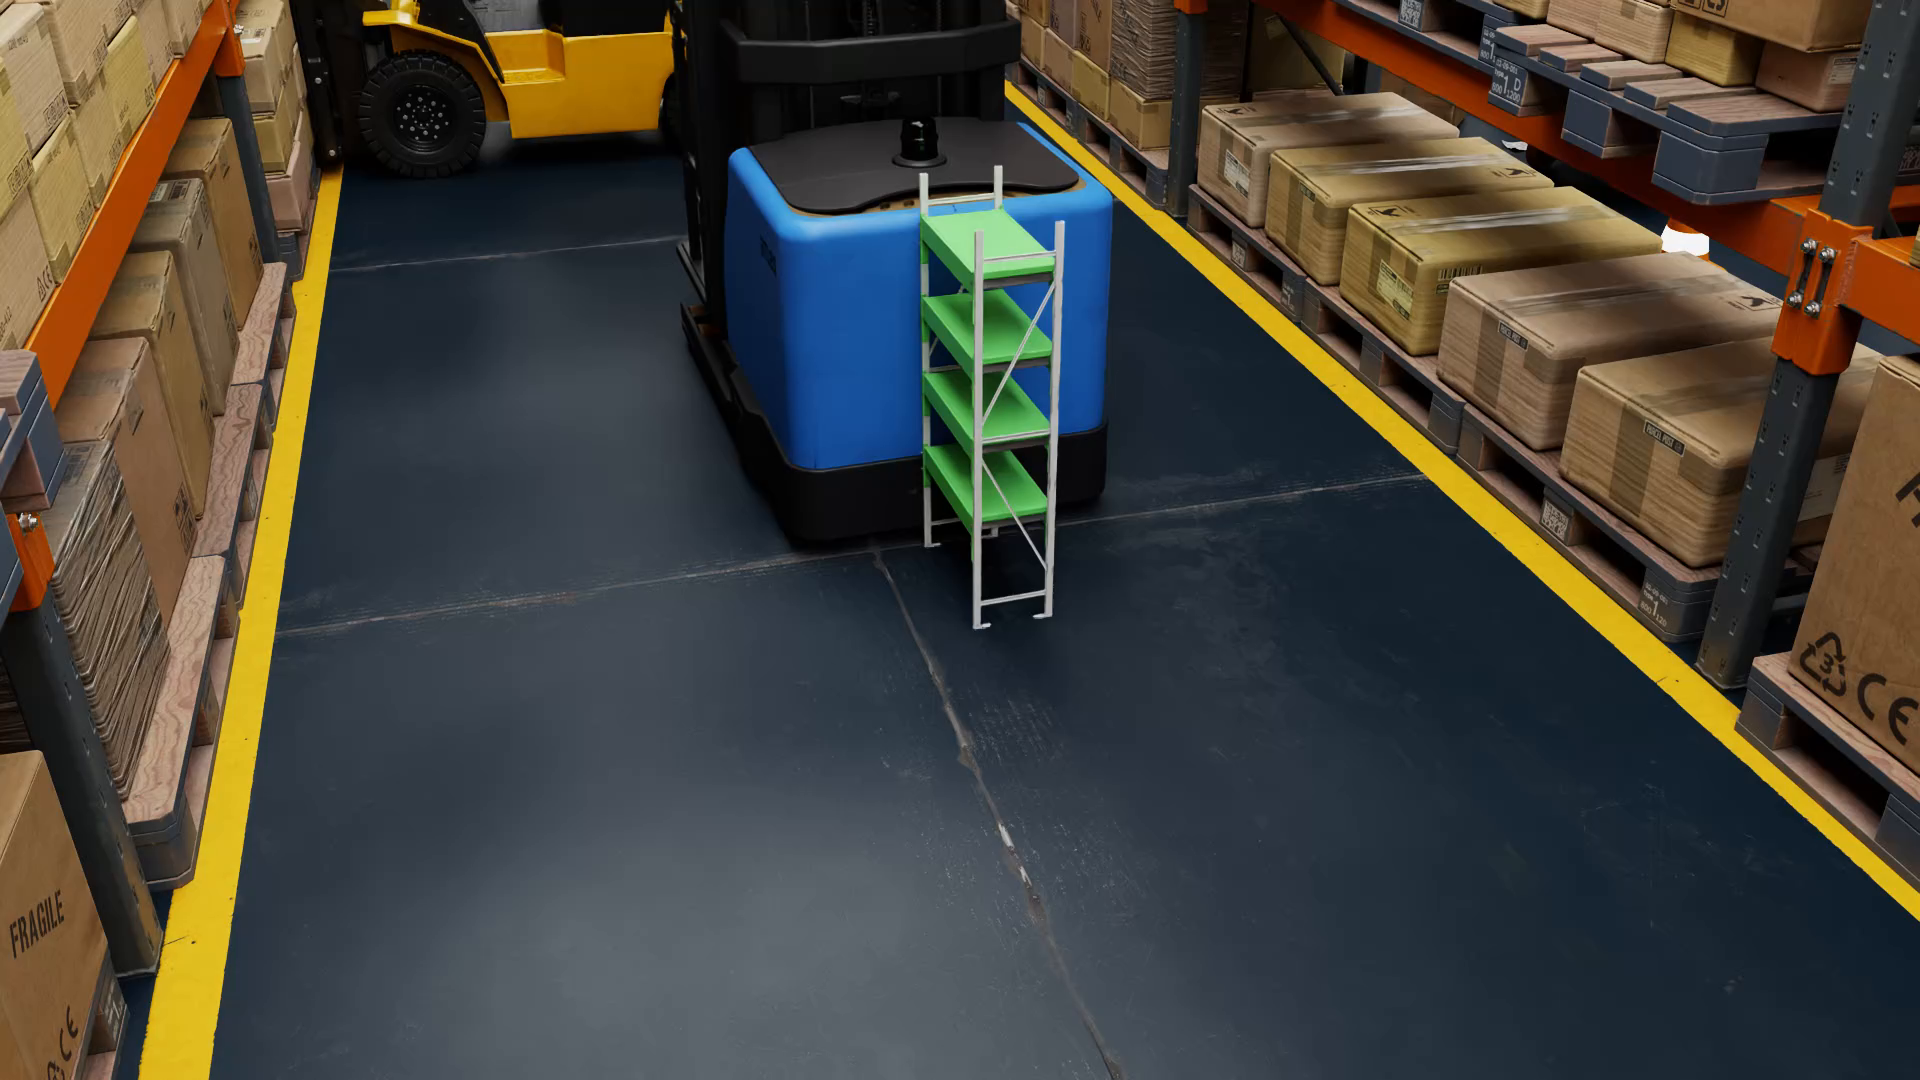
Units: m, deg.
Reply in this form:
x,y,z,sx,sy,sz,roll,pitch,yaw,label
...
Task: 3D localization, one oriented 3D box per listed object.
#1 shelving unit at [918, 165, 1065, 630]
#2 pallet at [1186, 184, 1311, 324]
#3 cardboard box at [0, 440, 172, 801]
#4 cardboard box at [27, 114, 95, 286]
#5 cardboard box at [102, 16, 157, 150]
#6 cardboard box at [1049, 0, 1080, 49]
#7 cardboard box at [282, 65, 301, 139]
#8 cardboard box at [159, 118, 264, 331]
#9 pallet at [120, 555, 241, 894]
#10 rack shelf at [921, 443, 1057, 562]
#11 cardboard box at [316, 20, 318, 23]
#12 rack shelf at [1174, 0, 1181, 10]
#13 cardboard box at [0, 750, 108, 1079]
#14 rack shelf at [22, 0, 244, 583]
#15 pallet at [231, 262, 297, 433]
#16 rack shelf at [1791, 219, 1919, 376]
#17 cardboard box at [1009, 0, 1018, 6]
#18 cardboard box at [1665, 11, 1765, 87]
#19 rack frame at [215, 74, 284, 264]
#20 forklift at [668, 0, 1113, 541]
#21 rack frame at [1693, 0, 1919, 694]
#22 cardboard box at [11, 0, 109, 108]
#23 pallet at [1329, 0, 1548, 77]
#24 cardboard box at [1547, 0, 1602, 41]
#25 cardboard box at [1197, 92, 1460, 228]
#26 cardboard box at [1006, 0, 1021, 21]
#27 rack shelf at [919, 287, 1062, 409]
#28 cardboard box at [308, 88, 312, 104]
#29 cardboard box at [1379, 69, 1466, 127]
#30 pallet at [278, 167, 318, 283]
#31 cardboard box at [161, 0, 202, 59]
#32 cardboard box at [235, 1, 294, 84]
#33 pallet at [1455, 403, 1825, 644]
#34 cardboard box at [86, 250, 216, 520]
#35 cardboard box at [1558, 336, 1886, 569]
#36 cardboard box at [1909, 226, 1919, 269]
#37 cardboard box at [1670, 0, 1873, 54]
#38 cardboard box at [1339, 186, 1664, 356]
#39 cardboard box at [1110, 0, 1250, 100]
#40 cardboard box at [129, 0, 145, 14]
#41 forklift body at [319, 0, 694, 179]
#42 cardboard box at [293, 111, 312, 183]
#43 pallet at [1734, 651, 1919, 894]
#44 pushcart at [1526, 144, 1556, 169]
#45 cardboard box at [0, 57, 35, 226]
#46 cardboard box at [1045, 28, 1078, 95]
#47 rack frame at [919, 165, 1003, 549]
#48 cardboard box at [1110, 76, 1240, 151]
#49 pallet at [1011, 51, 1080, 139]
x,y,z,sx,sy,sz,roll,pitch,yaw,label
0.078,-0.397,4.737,0.258,1.200,0.503,-9,31,-15,shelving unit
1.687,-1.326,7.330,1.003,0.211,1.213,-8,31,-13,pallet
-2.396,0.228,3.813,0.875,0.625,0.625,-7,31,-12,cardboard box
-2.255,-0.741,3.685,0.500,0.250,0.500,-9,31,-14,cardboard box
-2.534,-1.239,4.546,0.500,0.250,0.500,-7,31,-12,cardboard box
0.790,-2.967,8.958,0.500,0.500,0.500,-6,31,-11,cardboard box
-3.272,-1.973,7.490,0.500,0.250,0.500,-8,31,-14,cardboard box
-3.156,-1.150,6.195,0.875,0.625,0.625,-6,31,-11,cardboard box
-2.425,0.489,4.194,1.003,0.211,1.213,-8,31,-13,pallet
0.078,-0.134,4.890,0.258,0.148,0.480,-9,31,-15,rack shelf
-3.657,-2.703,8.753,0.500,0.250,0.500,-9,31,-14,cardboard box
0.948,-3.563,9.130,1.077,0.370,4.000,-8,31,-13,rack shelf
-1.924,0.761,3.018,0.500,0.500,0.500,-7,31,-12,cardboard box
-2.775,-0.970,4.649,1.077,0.370,4.000,-8,31,-13,rack shelf
-3.072,-0.689,6.230,1.003,0.211,1.213,-8,31,-13,pallet
3.072,0.300,2.455,1.077,0.370,4.000,-8,31,-13,rack shelf
0.515,-3.467,9.823,0.500,0.500,0.500,-9,31,-15,cardboard box
2.086,-1.297,4.328,0.380,0.149,0.250,-7,31,-13,cardboard box
-3.306,-2.247,6.138,1.000,3.000,0.127,-8,31,-13,rack frame
-0.464,-1.992,5.766,1.130,2.935,3.031,-9,31,-15,forklift
2.541,-0.977,3.943,1.000,3.000,0.127,-8,31,-13,rack frame
-2.379,-1.210,3.998,0.500,0.250,0.500,-9,31,-15,cardboard box
1.976,-1.844,5.634,1.003,0.211,1.213,-8,31,-13,pallet
1.917,-1.535,4.739,0.380,0.149,0.250,-9,31,-16,cardboard box
1.621,-1.700,7.397,0.950,0.372,0.625,-7,31,-13,cardboard box
0.493,-3.158,10.038,0.500,0.250,0.500,-7,31,-11,cardboard box
0.078,-0.549,4.649,0.258,0.148,0.480,-9,31,-15,rack shelf
-3.532,-2.254,8.475,0.500,0.250,0.500,-7,31,-12,cardboard box
2.506,-2.526,9.113,0.500,0.500,0.500,13,32,21,cardboard box
-3.476,-1.430,7.509,1.003,0.211,1.213,-8,31,-13,pallet
-2.781,-1.731,5.397,0.500,0.250,0.500,-8,31,-14,cardboard box
-3.258,-2.195,7.376,0.500,0.250,0.500,-8,31,-13,cardboard box
2.335,-0.148,5.294,1.003,0.211,1.213,-8,31,-13,pallet
-2.756,-0.412,4.918,0.875,0.625,0.625,-9,31,-15,cardboard box
2.400,-0.296,4.970,0.950,0.372,0.625,-10,32,-17,cardboard box
2.428,-0.642,3.515,0.500,0.250,0.500,-8,31,-14,cardboard box
2.152,-1.513,4.054,0.500,0.500,0.500,-9,31,-15,cardboard box
2.001,-1.018,6.218,0.950,0.372,0.625,-7,31,-12,cardboard box
1.063,-2.475,8.109,0.500,0.500,0.500,-8,31,-14,cardboard box
-2.655,-1.700,4.844,0.500,0.250,0.500,-7,31,-12,cardboard box
-2.105,-3.138,8.525,2.313,2.155,1.214,-8,31,-13,forklift body
-3.265,-1.760,7.621,0.500,0.250,0.500,-9,31,-14,cardboard box
2.677,0.621,3.967,1.003,0.211,1.213,-8,31,-13,pallet
3.664,-2.101,8.503,1.648,0.377,0.936,-20,35,-30,pushcart
-2.102,-0.717,3.144,0.500,0.250,0.500,-8,31,-13,cardboard box
0.781,-2.652,9.164,0.500,0.250,0.500,-7,31,-13,cardboard box
0.003,-0.513,4.938,0.240,1.200,0.015,-9,31,-15,rack frame
1.063,-2.150,8.296,0.500,0.250,0.500,-6,31,-11,cardboard box
0.939,-2.612,9.552,1.003,0.211,1.213,-8,31,-13,pallet
